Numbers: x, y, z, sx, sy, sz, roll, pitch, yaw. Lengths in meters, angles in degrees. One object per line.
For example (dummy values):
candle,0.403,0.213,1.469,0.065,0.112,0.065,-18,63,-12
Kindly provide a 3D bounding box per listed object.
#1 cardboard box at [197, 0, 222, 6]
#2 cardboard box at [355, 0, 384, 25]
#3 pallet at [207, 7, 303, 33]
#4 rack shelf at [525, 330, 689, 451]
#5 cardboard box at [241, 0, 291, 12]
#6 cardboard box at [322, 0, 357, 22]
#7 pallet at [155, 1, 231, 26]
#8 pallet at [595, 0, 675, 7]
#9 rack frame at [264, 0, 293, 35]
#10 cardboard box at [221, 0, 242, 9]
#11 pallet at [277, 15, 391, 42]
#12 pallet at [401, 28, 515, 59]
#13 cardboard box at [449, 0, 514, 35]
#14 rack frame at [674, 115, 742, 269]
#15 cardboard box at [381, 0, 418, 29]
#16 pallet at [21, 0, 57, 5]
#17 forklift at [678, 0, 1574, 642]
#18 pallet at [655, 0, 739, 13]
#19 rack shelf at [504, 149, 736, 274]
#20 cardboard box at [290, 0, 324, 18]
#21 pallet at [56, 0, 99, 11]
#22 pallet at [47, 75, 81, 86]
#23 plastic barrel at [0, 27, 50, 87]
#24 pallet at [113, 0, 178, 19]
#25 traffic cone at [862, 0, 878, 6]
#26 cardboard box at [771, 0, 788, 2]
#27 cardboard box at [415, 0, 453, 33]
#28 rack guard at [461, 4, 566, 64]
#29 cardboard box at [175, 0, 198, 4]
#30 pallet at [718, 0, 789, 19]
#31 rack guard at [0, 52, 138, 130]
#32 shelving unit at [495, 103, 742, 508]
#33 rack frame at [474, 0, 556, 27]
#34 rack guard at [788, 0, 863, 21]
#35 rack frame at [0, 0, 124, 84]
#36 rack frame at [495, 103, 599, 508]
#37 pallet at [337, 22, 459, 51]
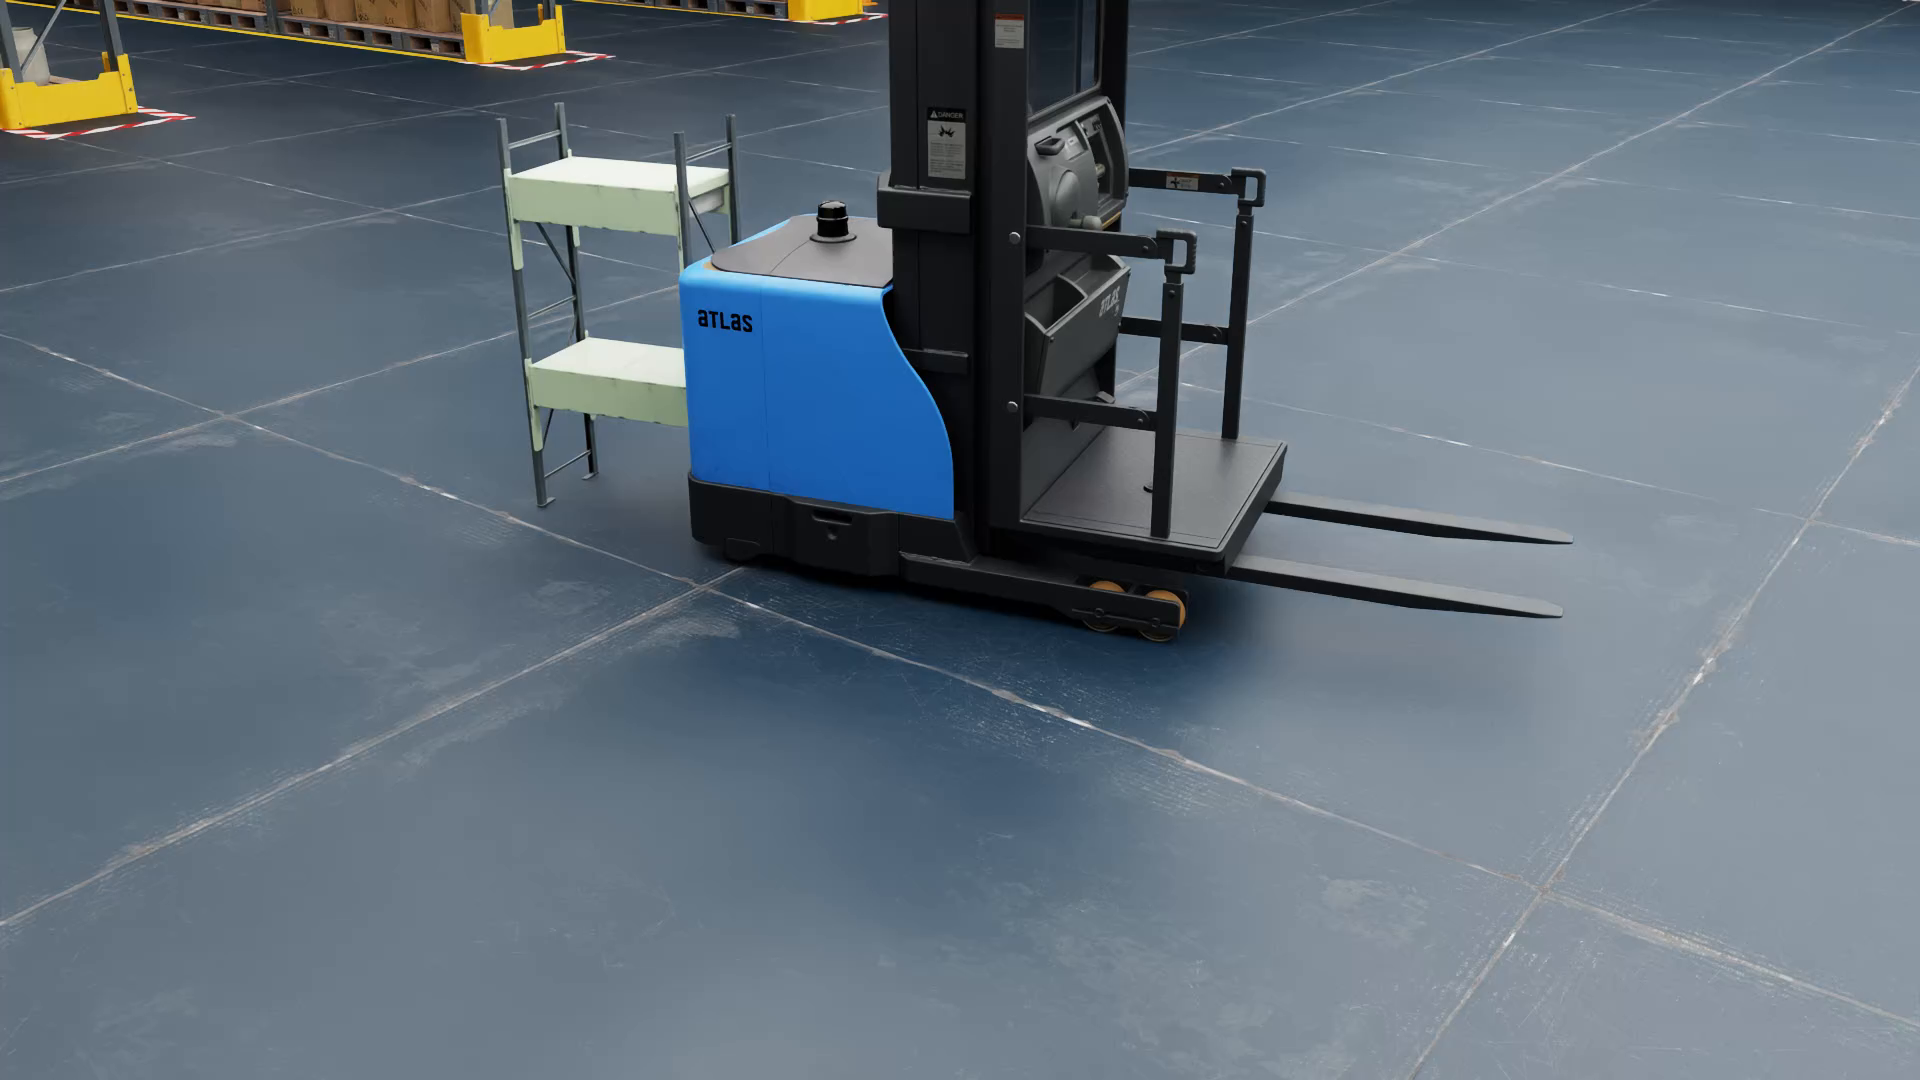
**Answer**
cardboard box,-9.333,-7.132,21.271,0.500,0.500,0.700,14,27,29
cardboard box,-6.734,-6.340,19.499,0.500,0.500,0.500,14,27,29
pallet,-8.661,-6.574,20.909,1.213,0.211,1.003,17,29,33
rack shelf,-1.238,-0.537,6.417,0.720,0.370,0.431,9,25,20
cardboard box,-8.515,-6.875,20.689,0.500,0.500,0.700,14,28,29
cardboard box,-7.278,-6.465,19.783,0.500,0.500,0.500,-16,28,-31
pallet,-9.641,-6.869,21.578,1.213,0.211,1.003,17,29,33
pallet,-4.420,-7.753,23.585,1.213,0.211,1.003,17,29,33
rack frame,-8.037,-7.663,19.921,0.127,3.000,1.000,17,29,33
cardboard box,-8.886,-6.997,20.964,0.500,0.500,0.700,17,29,33
pallet,-7.478,-6.235,20.140,1.213,0.211,1.003,17,29,33
pallet,-5.526,-5.645,18.801,1.213,0.211,1.003,17,29,33
cardboard box,-5.326,-5.900,18.500,0.500,0.500,0.500,-20,31,-38
rack frame,-0.898,-0.781,6.162,0.023,1.500,0.400,9,25,20
cardboard box,-6.314,-6.191,19.160,0.500,0.500,0.500,20,31,38
pallet,-12.795,-7.864,23.836,1.213,0.211,1.003,17,29,33
forklift,0.583,-1.249,5.449,3.031,2.935,1.130,9,25,20
pallet,-3.439,-7.458,22.916,1.213,0.211,1.003,17,29,33
rack shelf,-1.238,-1.192,6.128,0.720,0.370,0.431,9,25,20
cardboard box,-7.741,-6.601,20.091,0.500,0.500,0.500,16,28,32
pallet,-11.823,-7.569,23.166,1.213,0.211,1.003,17,29,33
pallet,-8.542,-4.023,15.118,1.213,0.211,1.003,17,29,33
plastic barrel,-8.379,-4.285,14.821,0.421,0.512,0.421,0,24,0
pallet,-10.613,-7.164,22.248,1.213,0.211,1.003,17,29,33
traffic cone,-1.354,-7.697,23.145,0.334,0.463,0.336,17,29,33
cardboard box,-2.363,-7.634,21.970,0.875,0.875,0.875,17,29,34
cardboard box,-5.825,-6.033,18.803,0.500,0.500,0.500,-17,29,-34
rack guard,-4.897,-5.570,18.271,0.348,0.500,1.175,17,29,33
cardboard box,-9.780,-7.267,21.577,0.500,0.500,0.700,20,31,38
pallet,-2.467,-7.163,22.246,1.213,0.211,1.003,17,29,33
rack guard,-7.896,-3.957,14.610,0.348,0.500,1.175,17,29,33
shelving unit,-1.238,-0.835,6.286,0.755,1.500,0.431,9,25,20
rack frame,-4.836,-6.695,17.725,0.127,3.000,1.000,17,29,33
rack guard,-1.761,-7.121,21.793,0.348,0.500,1.175,17,29,33
rack frame,-7.807,-5.097,14.099,0.127,3.000,1.000,17,29,33
rack frame,-1.578,-0.890,6.409,0.023,1.500,0.400,9,25,20
pallet,-6.498,-5.941,19.471,1.213,0.211,1.003,17,29,33
